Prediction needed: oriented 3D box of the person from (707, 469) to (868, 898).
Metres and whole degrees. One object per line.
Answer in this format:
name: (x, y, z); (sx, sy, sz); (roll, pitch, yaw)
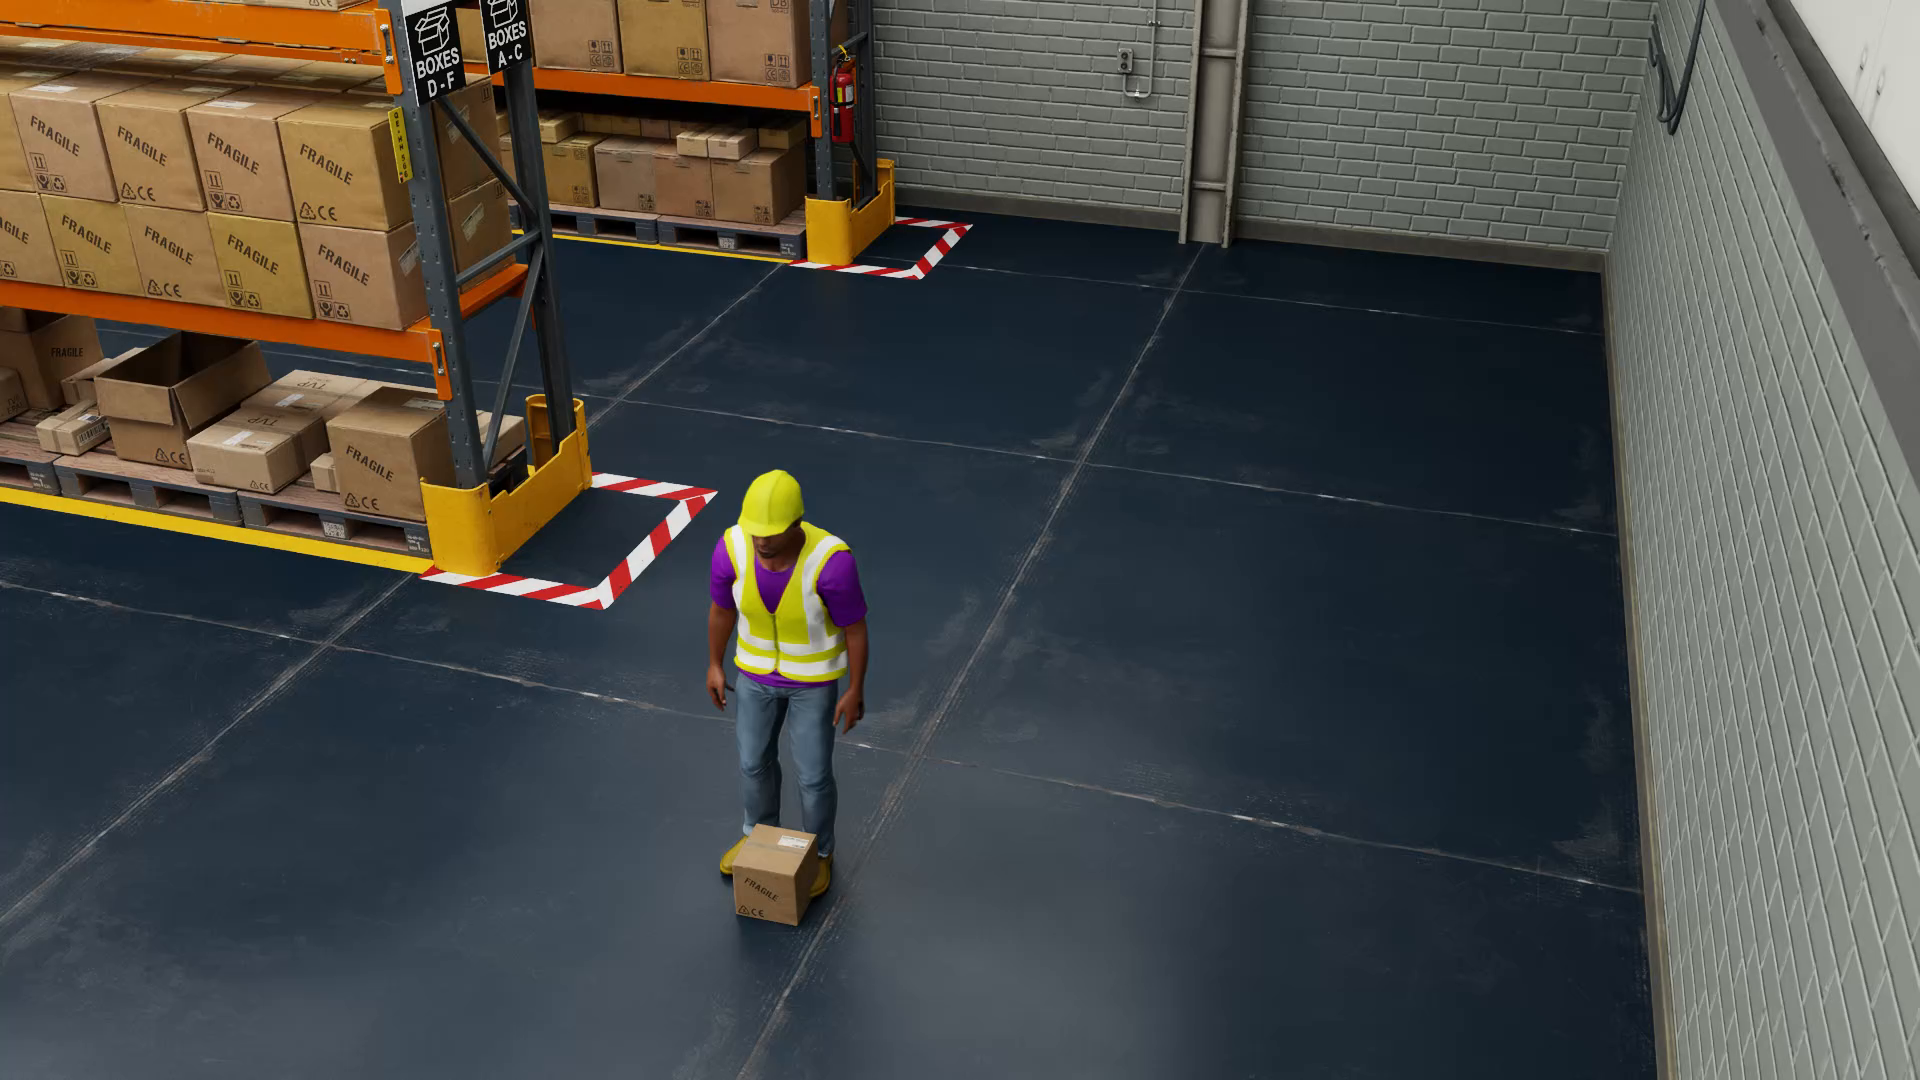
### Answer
person: (-0.647, 0.513, 6.183); (0.627, 1.761, 0.460); (8, 30, 15)
